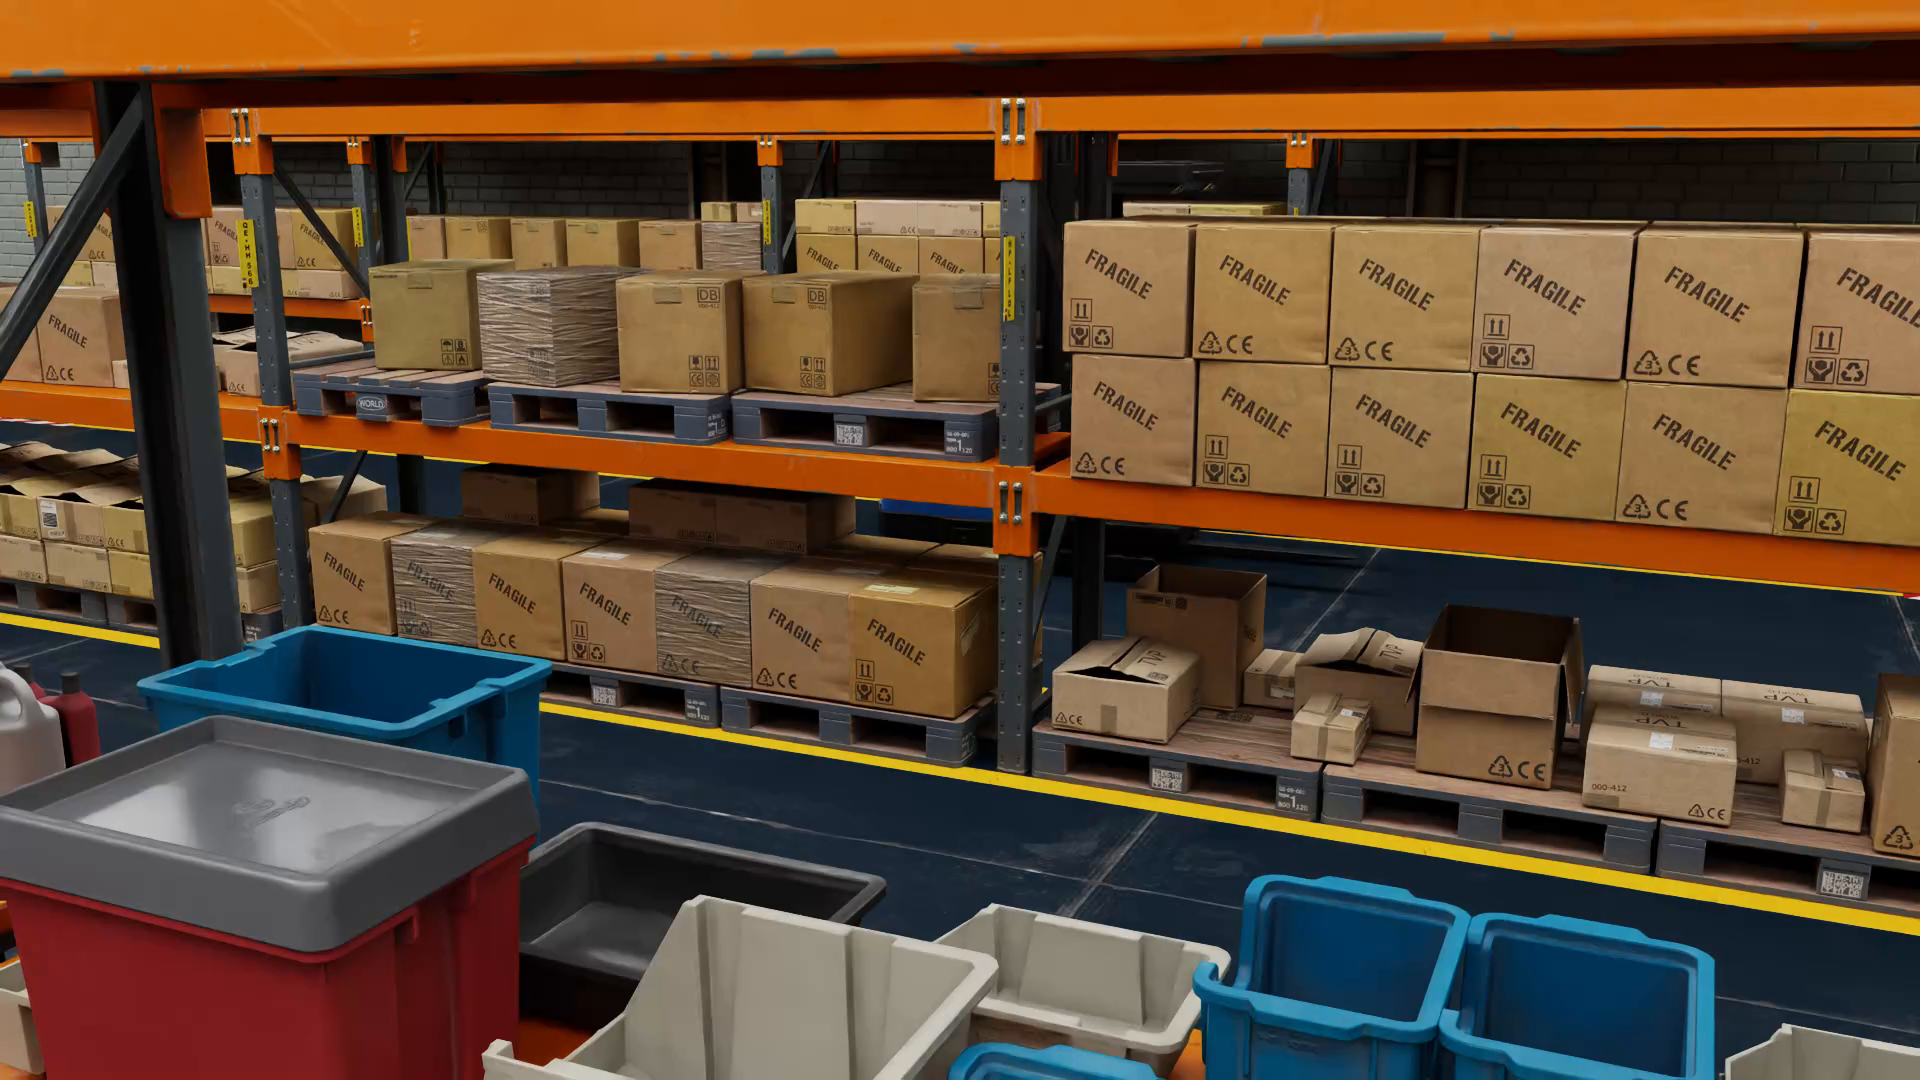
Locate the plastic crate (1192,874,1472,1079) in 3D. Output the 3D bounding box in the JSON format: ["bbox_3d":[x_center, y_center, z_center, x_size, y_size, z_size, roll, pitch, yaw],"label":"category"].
[{"bbox_3d":[0.491,0.641,2.193,0.300,0.233,0.416,6,14,23],"label":"plastic crate"}]

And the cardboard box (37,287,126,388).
[{"bbox_3d":[-4.783,-1.145,9.351,0.500,0.500,0.500,5,14,20],"label":"cardboard box"}]

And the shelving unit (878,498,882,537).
[{"bbox_3d":[-0.415,-0.474,11.304,0.210,0.900,0.258,5,14,20],"label":"shelving unit"}]

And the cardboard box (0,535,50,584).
[{"bbox_3d":[-5.225,0.051,9.573,0.500,0.250,0.500,6,15,24],"label":"cardboard box"}]

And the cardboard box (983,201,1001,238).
[{"bbox_3d":[0.491,-2.311,11.983,0.500,0.250,0.500,5,14,22],"label":"cardboard box"}]

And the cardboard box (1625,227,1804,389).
[{"bbox_3d":[2.615,-0.817,5.764,0.500,0.500,0.500,6,15,25],"label":"cardboard box"}]

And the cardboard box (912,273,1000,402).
[{"bbox_3d":[0.072,-0.918,7.464,0.500,0.500,0.700,1,13,4],"label":"cardboard box"}]

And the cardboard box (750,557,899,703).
[{"bbox_3d":[-0.601,0.395,7.515,0.500,0.500,0.500,6,14,23],"label":"cardboard box"}]

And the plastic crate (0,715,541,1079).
[{"bbox_3d":[-0.880,0.534,2.141,0.583,0.464,0.402,6,14,23],"label":"plastic crate"}]

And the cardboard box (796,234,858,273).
[{"bbox_3d":[-0.899,-2.085,12.659,0.500,0.500,0.500,6,15,25],"label":"cardboard box"}]

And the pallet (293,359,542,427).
[{"bbox_3d":[-2.595,-0.803,8.532,1.003,0.211,1.213,6,14,23],"label":"pallet"}]

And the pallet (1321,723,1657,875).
[{"bbox_3d":[2.161,0.959,6.705,1.213,0.211,1.003,6,14,23],"label":"pallet"}]

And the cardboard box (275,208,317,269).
[{"bbox_3d":[-5.913,-2.676,14.735,0.500,0.500,0.500,6,14,23],"label":"cardboard box"}]

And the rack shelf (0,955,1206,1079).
[{"bbox_3d":[0.233,0.995,2.024,4.000,0.370,1.077,6,14,23],"label":"rack shelf"}]

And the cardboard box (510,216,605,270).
[{"bbox_3d":[-3.323,-2.451,13.952,0.500,0.500,0.700,8,15,31],"label":"cardboard box"}]

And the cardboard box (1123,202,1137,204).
[{"bbox_3d":[0.957,-2.264,11.783,0.500,0.250,0.500,6,15,24],"label":"cardboard box"}]

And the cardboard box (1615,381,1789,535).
[{"bbox_3d":[2.622,-0.332,5.886,0.500,0.500,0.500,6,14,24],"label":"cardboard box"}]

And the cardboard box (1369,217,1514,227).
[{"bbox_3d":[1.912,-1.024,6.645,0.500,0.500,0.500,6,14,24],"label":"cardboard box"}]

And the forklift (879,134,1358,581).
[{"bbox_3d":[1.049,-1.298,10.369,3.031,2.935,1.130,5,14,20],"label":"forklift"}]

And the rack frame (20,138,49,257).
[{"bbox_3d":[-8.554,-2.720,16.280,0.127,3.000,1.000,6,14,23],"label":"rack frame"}]

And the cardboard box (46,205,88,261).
[{"bbox_3d":[-8.239,-2.915,15.754,0.500,0.500,0.500,6,14,23],"label":"cardboard box"}]

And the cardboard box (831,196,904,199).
[{"bbox_3d":[-0.720,-2.560,13.044,0.500,0.250,0.500,6,15,25],"label":"cardboard box"}]

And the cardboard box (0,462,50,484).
[{"bbox_3d":[-5.694,-0.268,9.705,0.500,0.311,0.500,5,14,21],"label":"cardboard box"}]

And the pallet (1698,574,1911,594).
[{"bbox_3d":[5.312,0.060,10.535,1.213,0.211,1.003,6,14,23],"label":"pallet"}]

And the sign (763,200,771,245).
[{"bbox_3d":[-1.451,-2.391,12.516,0.005,0.325,0.100,6,14,23],"label":"sign"}]

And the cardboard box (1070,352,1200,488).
[{"bbox_3d":[0.770,-0.519,6.683,0.500,0.500,0.500,6,15,25],"label":"cardboard box"}]

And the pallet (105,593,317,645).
[{"bbox_3d":[-3.980,0.328,9.393,1.213,0.211,1.003,6,14,23],"label":"pallet"}]

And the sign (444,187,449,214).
[{"bbox_3d":[-4.675,-3.030,15.066,0.005,0.325,0.100,6,14,23],"label":"sign"}]

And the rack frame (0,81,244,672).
[{"bbox_3d":[-1.597,0.460,2.727,0.053,2.616,0.949,6,14,23],"label":"rack frame"}]

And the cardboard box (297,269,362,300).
[{"bbox_3d":[-5.453,-2.267,14.635,0.500,0.250,0.500,6,14,23],"label":"cardboard box"}]

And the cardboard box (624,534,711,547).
[{"bbox_3d":[-1.337,0.191,8.385,0.500,0.500,0.500,5,14,21],"label":"cardboard box"}]

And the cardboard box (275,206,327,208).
[{"bbox_3d":[-6.167,-2.835,15.412,0.500,0.500,0.500,6,15,25],"label":"cardboard box"}]

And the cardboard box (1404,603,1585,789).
[{"bbox_3d":[2.134,0.599,6.636,0.637,0.503,0.797,6,14,23],"label":"cardboard box"}]

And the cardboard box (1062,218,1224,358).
[{"bbox_3d":[0.731,-1.008,6.576,0.500,0.500,0.500,6,15,25],"label":"cardboard box"}]

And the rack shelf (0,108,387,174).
[{"bbox_3d":[-5.071,-2.240,9.243,4.000,0.370,1.077,6,14,23],"label":"rack shelf"}]

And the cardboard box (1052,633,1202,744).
[{"bbox_3d":[0.711,0.604,7.037,0.500,0.311,0.500,6,14,23],"label":"cardboard box"}]

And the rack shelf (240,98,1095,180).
[{"bbox_3d":[-1.414,-1.870,7.666,4.000,0.370,1.077,6,14,23],"label":"rack shelf"}]

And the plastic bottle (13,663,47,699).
[{"bbox_3d":[-1.880,0.381,3.320,0.133,0.283,0.061,6,14,23],"label":"plastic bottle"}]

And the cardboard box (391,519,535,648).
[{"bbox_3d":[-2.461,0.207,8.315,0.500,0.500,0.500,5,14,21],"label":"cardboard box"}]

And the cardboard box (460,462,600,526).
[{"bbox_3d":[-2.239,-0.265,8.686,0.500,0.250,0.500,6,15,25],"label":"cardboard box"}]

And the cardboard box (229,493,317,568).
[{"bbox_3d":[-3.821,-0.081,8.904,0.500,0.311,0.500,6,15,25],"label":"cardboard box"}]

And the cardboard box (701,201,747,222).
[{"bbox_3d":[-1.867,-2.611,13.213,0.250,0.149,0.380,3,14,14],"label":"cardboard box"}]

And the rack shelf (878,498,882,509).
[{"bbox_3d":[-0.415,-0.266,11.352,0.200,0.077,0.258,5,14,20],"label":"rack shelf"}]

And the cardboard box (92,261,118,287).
[{"bbox_3d":[-7.756,-2.500,15.628,0.500,0.250,0.500,5,14,21],"label":"cardboard box"}]

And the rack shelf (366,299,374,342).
[{"bbox_3d":[-3.068,-1.815,13.997,4.000,0.370,1.077,6,14,23],"label":"rack shelf"}]

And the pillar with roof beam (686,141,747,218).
[{"bbox_3d":[-3.822,-4.302,9.891,0.400,9.000,9.100,6,14,23],"label":"pillar with roof beam"}]

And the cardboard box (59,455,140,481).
[{"bbox_3d":[-5.022,-0.335,9.990,0.500,0.311,0.500,6,14,23],"label":"cardboard box"}]

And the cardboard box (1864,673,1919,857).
[{"bbox_3d":[3.475,0.799,5.791,0.500,0.500,0.500,6,14,23],"label":"cardboard box"}]

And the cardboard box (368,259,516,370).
[{"bbox_3d":[-2.621,-1.163,8.508,0.500,0.500,0.700,1,13,4],"label":"cardboard box"}]
